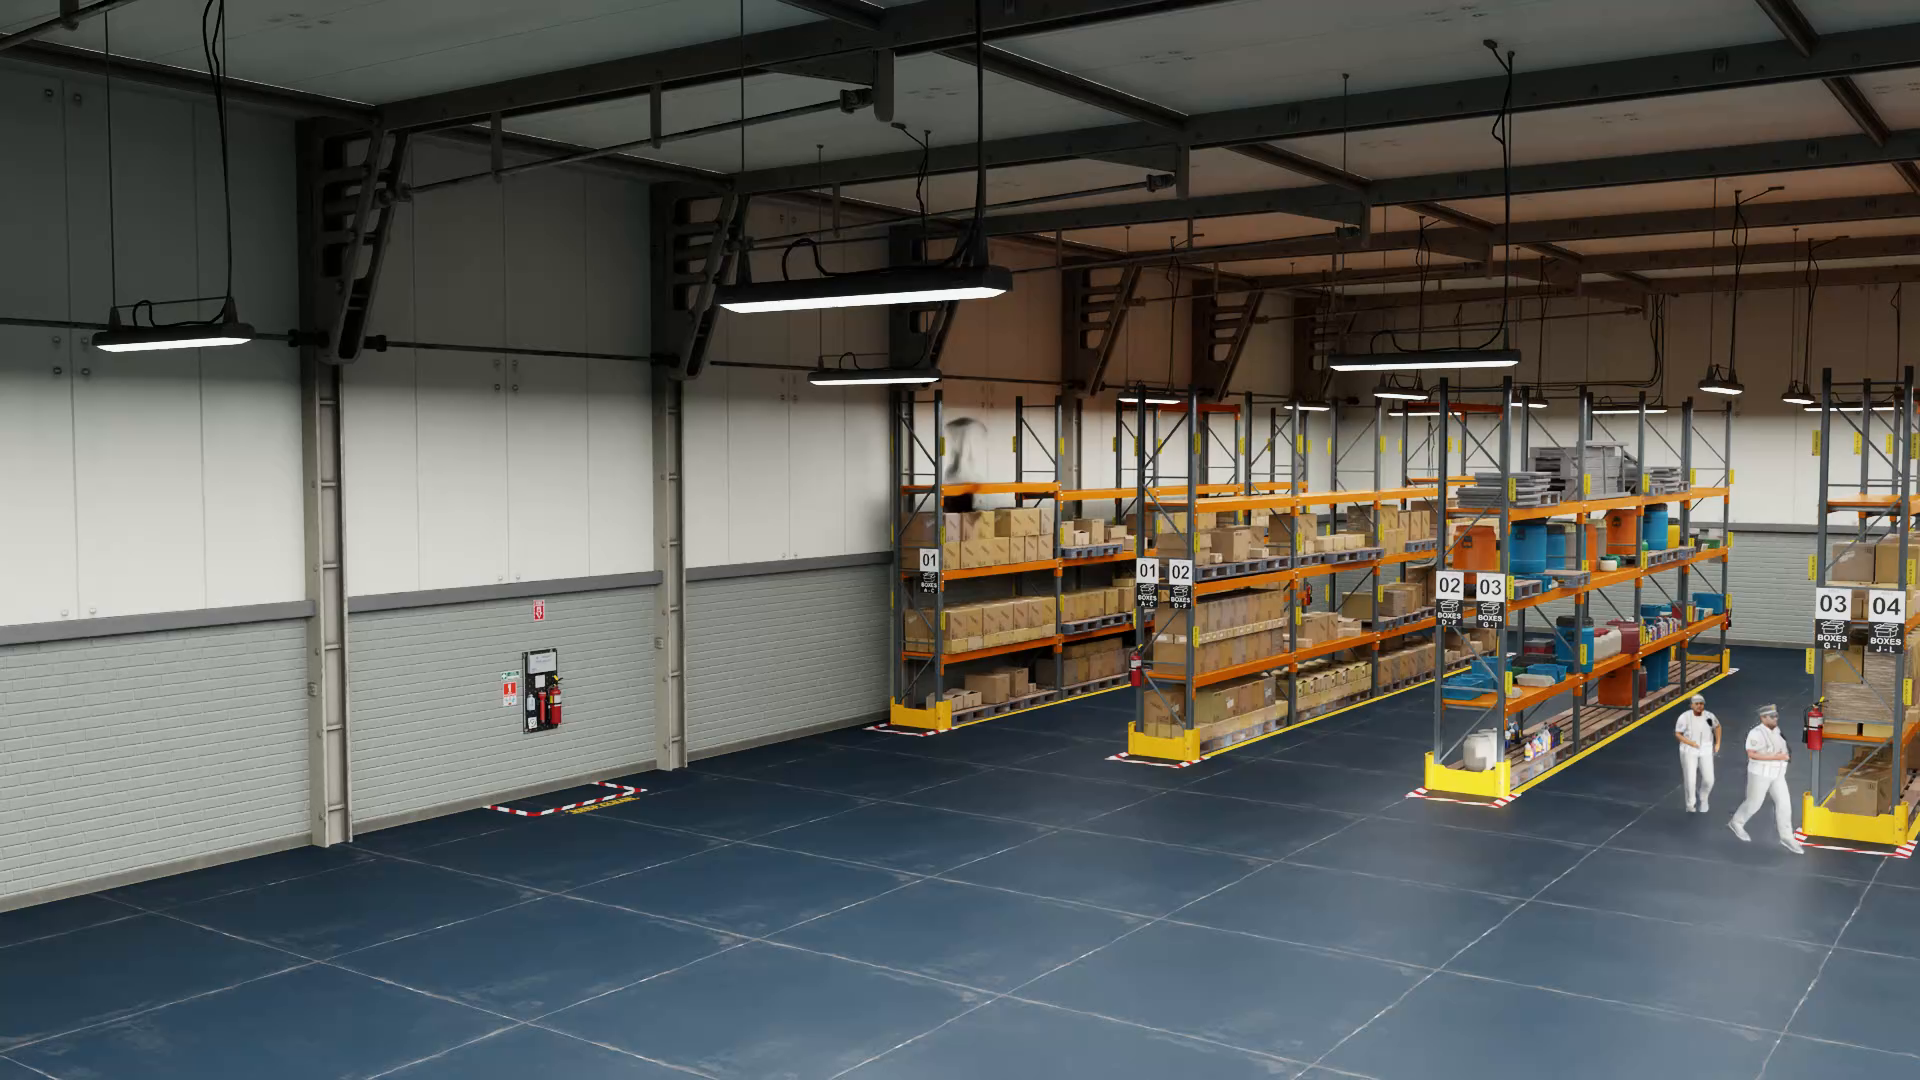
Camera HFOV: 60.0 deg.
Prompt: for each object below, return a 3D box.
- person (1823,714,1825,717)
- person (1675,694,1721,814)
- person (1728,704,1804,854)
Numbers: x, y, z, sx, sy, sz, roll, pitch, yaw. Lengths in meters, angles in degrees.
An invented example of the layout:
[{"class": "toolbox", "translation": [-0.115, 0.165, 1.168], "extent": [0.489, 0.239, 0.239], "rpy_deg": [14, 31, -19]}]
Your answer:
[{"class": "person", "translation": [15.708, 2.520, 30.001], "extent": [0.504, 1.554, 0.679], "rpy_deg": [1, 4, 24]}, {"class": "person", "translation": [10.031, 2.917, 22.561], "extent": [0.626, 1.646, 0.626], "rpy_deg": [1, 3, 11]}, {"class": "person", "translation": [10.027, 2.924, 20.661], "extent": [0.665, 1.792, 0.943], "rpy_deg": [-1, 3, -21]}]
